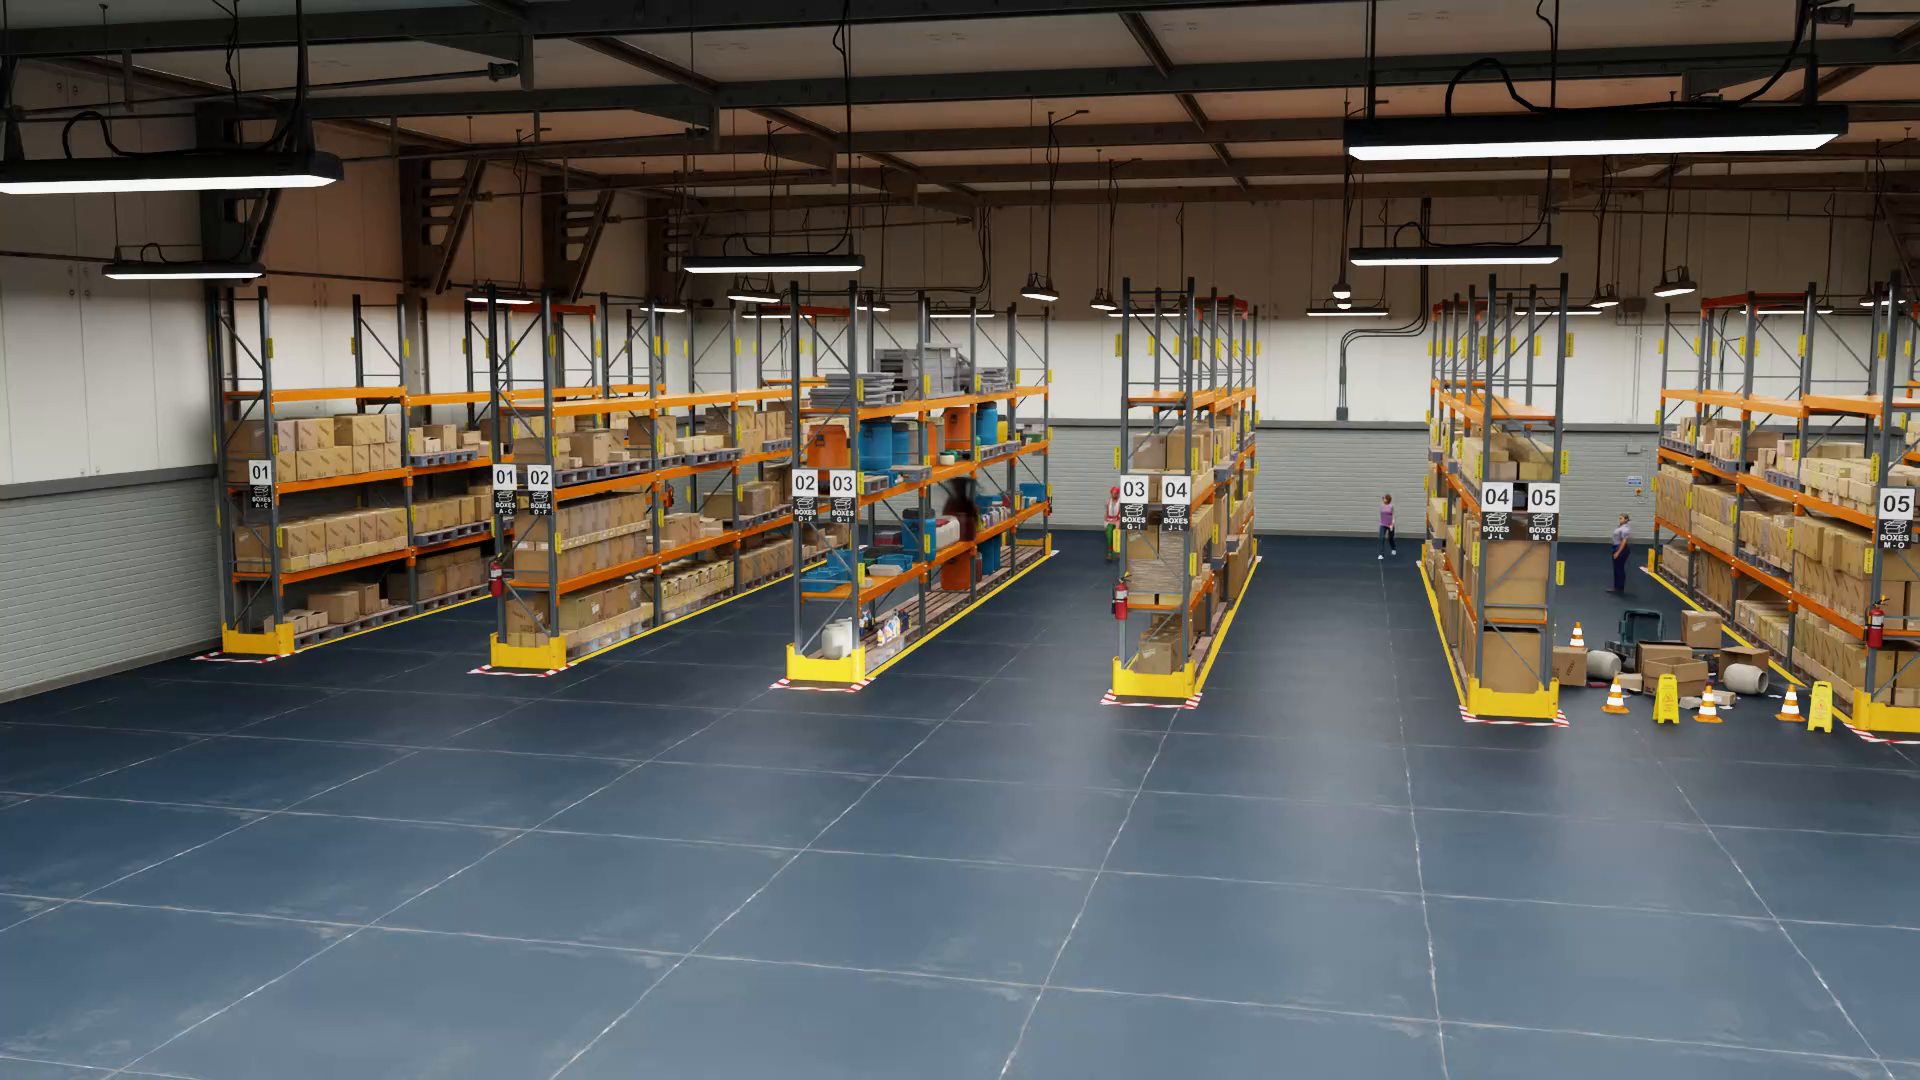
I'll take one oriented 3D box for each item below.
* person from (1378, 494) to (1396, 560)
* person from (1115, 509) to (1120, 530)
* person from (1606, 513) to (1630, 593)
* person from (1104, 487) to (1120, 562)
[{"bbox_3d":[10.221,-0.338,39.741,0.403,1.551,0.900,3,7,25],"label":"person"},{"bbox_3d":[3.565,-0.112,35.113,0.610,1.669,0.995,1,7,8],"label":"person"},{"bbox_3d":[13.541,0.284,34.146,0.422,1.692,0.554,4,8,31],"label":"person"},{"bbox_3d":[3.645,-0.380,39.157,0.558,1.731,1.063,1,7,12],"label":"person"}]
